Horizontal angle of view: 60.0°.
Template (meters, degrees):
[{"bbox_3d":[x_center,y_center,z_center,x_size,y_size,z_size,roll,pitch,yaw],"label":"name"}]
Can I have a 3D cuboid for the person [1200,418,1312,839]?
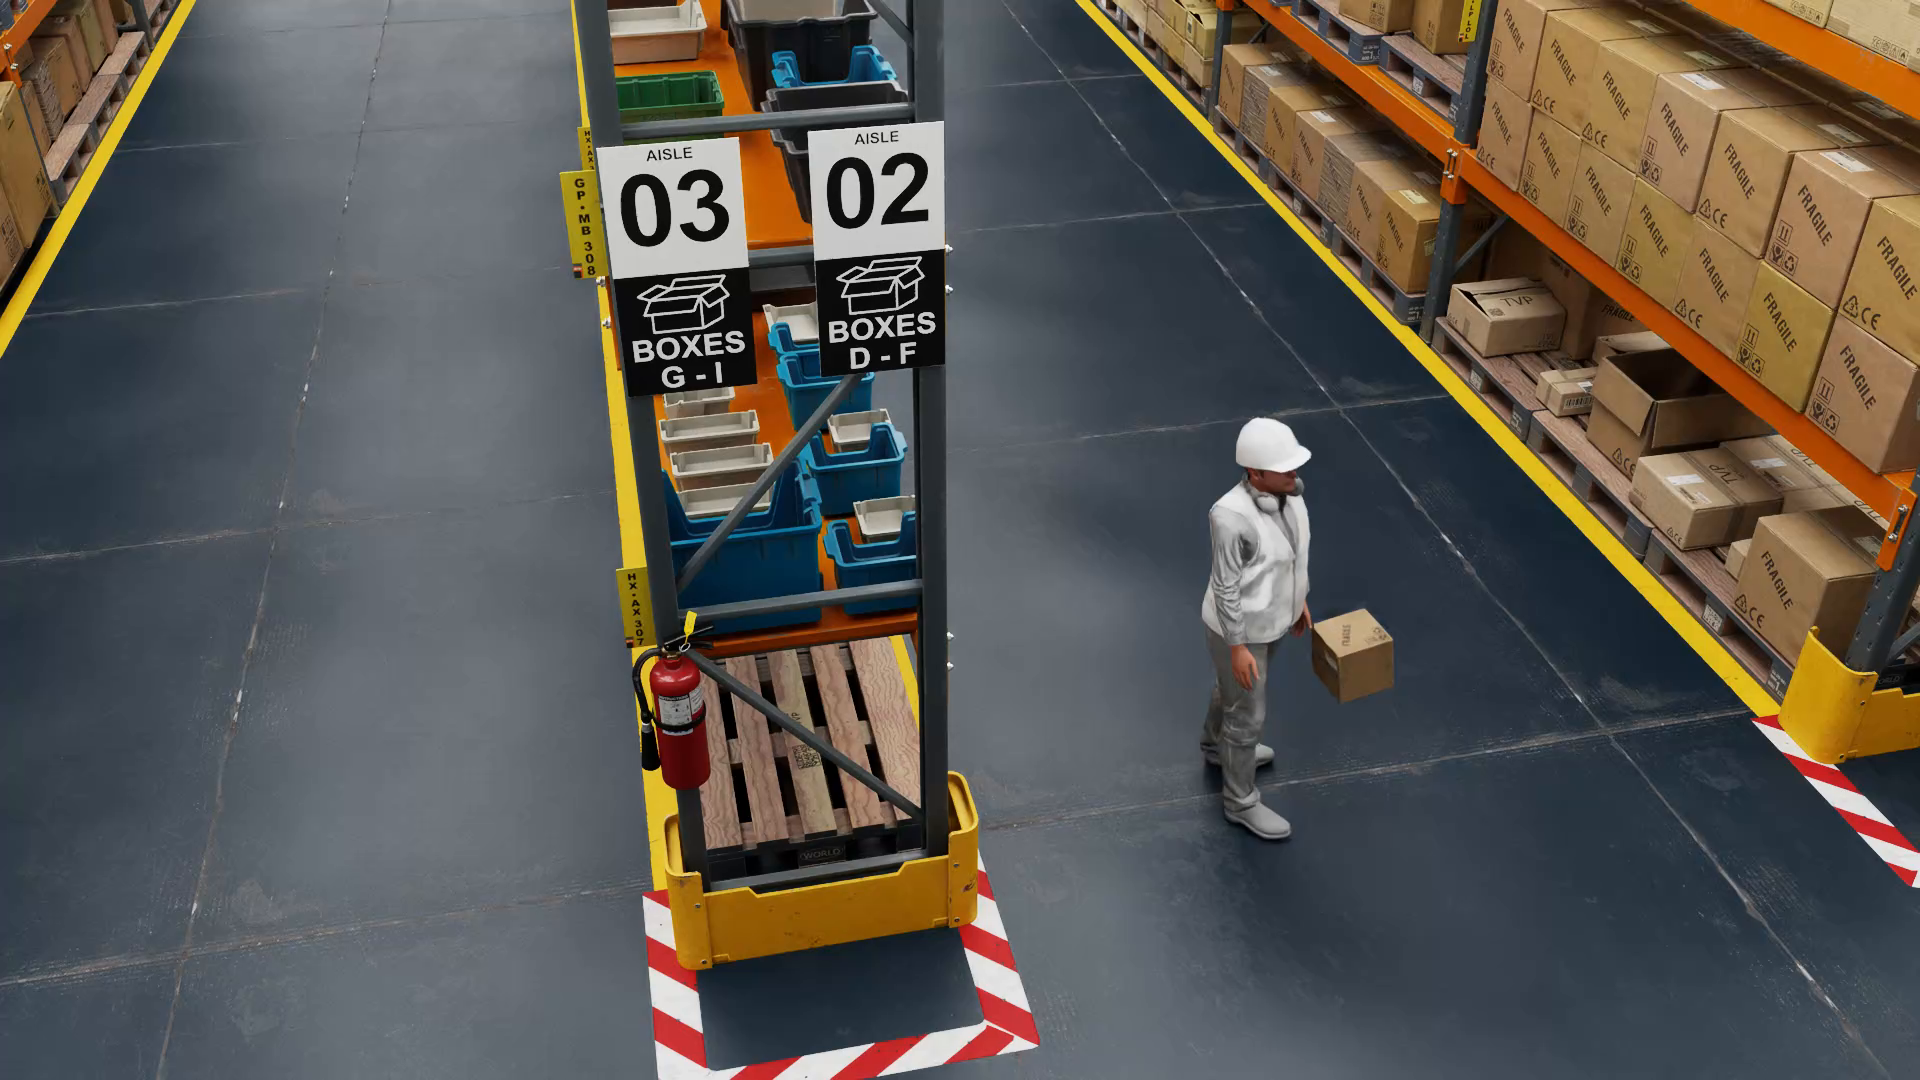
[{"bbox_3d":[1.230,0.337,6.600,0.572,1.773,0.614,23,41,30],"label":"person"}]
